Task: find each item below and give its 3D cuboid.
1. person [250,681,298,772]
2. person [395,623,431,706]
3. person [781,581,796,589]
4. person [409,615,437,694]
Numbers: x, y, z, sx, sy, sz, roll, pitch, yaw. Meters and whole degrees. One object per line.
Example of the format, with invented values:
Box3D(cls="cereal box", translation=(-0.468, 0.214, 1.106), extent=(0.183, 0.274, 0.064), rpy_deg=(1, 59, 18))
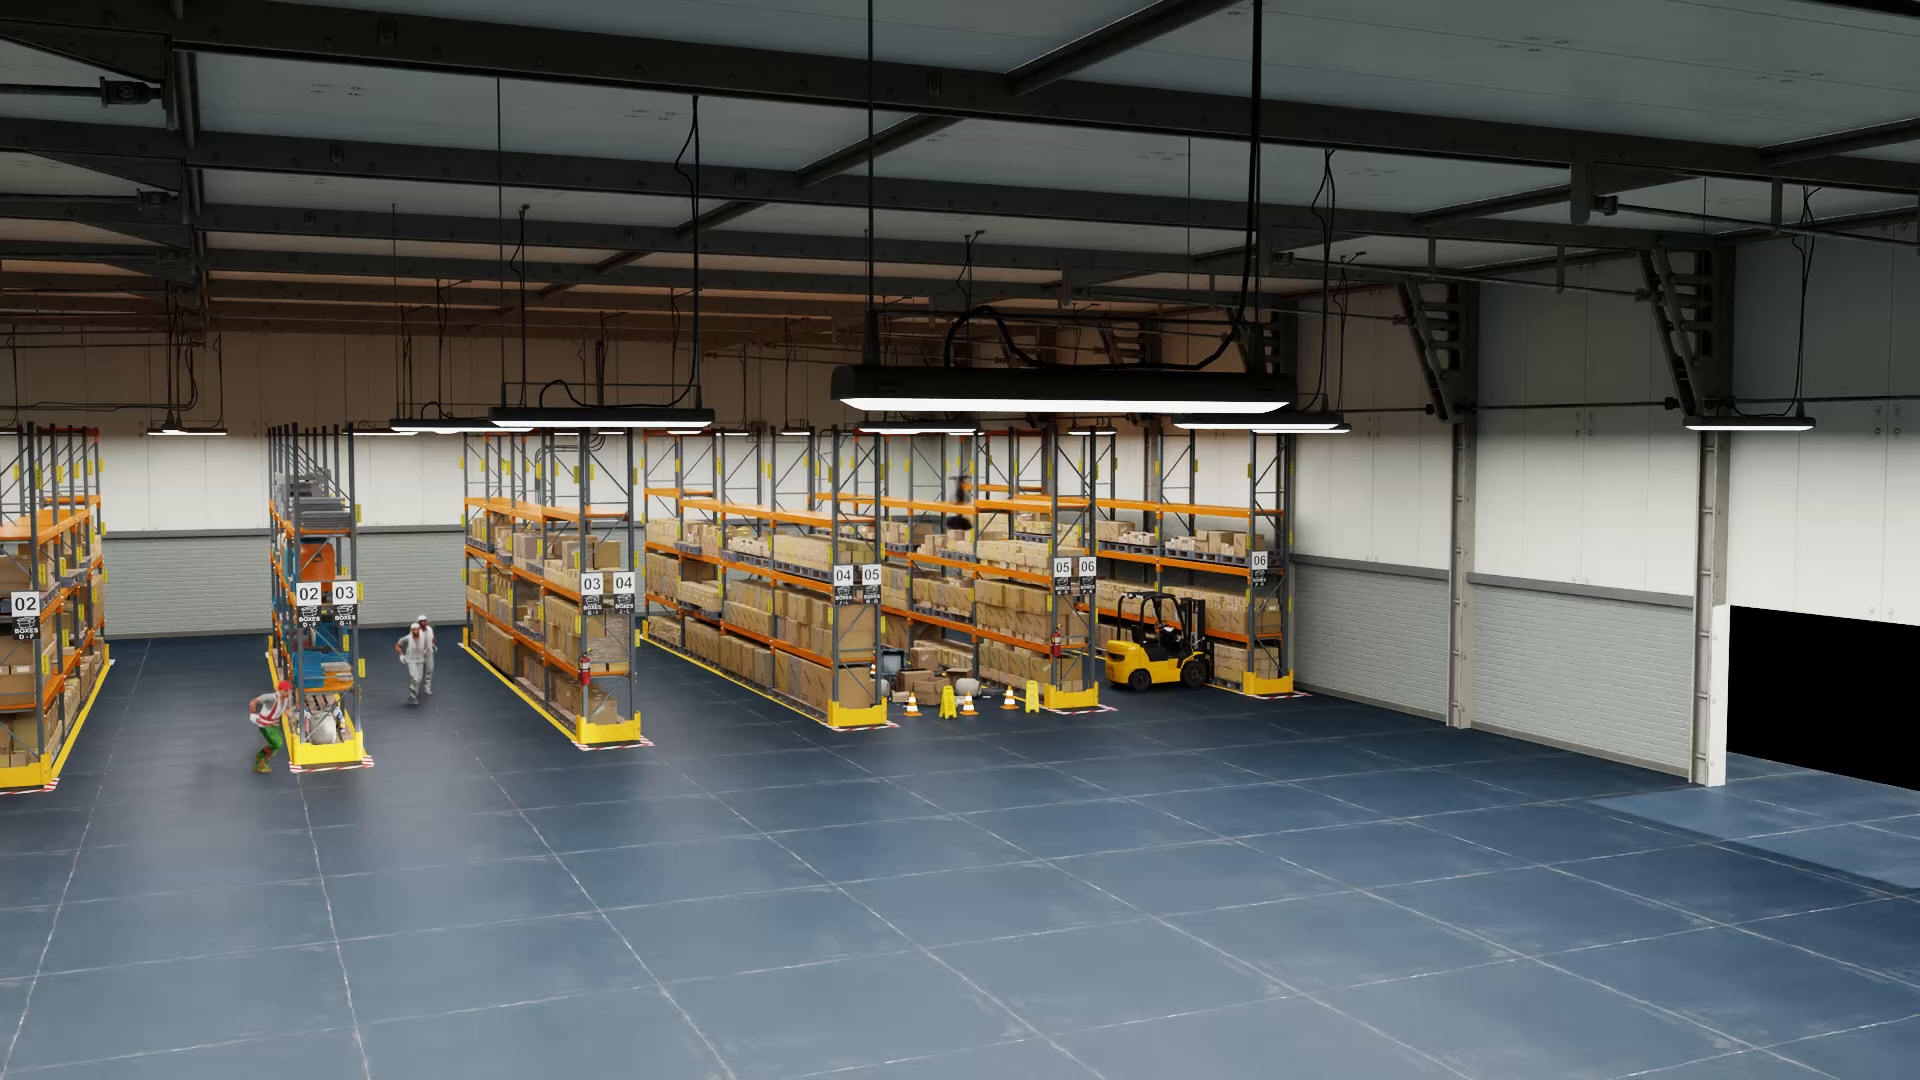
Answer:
Box3D(cls="person", translation=(-11.728, 3.188, 28.333), extent=(0.871, 1.595, 0.701), rpy_deg=(1, 4, 18))
Box3D(cls="person", translation=(-11.688, 2.669, 35.651), extent=(0.656, 1.794, 0.767), rpy_deg=(-3, 5, -41))
Box3D(cls="person", translation=(-5.333, 1.748, 50.764), extent=(0.625, 1.743, 0.727), rpy_deg=(-1, 4, -16))
Box3D(cls="person", translation=(-12.055, 2.566, 37.370), extent=(0.682, 1.765, 0.793), rpy_deg=(-3, 5, -39))
